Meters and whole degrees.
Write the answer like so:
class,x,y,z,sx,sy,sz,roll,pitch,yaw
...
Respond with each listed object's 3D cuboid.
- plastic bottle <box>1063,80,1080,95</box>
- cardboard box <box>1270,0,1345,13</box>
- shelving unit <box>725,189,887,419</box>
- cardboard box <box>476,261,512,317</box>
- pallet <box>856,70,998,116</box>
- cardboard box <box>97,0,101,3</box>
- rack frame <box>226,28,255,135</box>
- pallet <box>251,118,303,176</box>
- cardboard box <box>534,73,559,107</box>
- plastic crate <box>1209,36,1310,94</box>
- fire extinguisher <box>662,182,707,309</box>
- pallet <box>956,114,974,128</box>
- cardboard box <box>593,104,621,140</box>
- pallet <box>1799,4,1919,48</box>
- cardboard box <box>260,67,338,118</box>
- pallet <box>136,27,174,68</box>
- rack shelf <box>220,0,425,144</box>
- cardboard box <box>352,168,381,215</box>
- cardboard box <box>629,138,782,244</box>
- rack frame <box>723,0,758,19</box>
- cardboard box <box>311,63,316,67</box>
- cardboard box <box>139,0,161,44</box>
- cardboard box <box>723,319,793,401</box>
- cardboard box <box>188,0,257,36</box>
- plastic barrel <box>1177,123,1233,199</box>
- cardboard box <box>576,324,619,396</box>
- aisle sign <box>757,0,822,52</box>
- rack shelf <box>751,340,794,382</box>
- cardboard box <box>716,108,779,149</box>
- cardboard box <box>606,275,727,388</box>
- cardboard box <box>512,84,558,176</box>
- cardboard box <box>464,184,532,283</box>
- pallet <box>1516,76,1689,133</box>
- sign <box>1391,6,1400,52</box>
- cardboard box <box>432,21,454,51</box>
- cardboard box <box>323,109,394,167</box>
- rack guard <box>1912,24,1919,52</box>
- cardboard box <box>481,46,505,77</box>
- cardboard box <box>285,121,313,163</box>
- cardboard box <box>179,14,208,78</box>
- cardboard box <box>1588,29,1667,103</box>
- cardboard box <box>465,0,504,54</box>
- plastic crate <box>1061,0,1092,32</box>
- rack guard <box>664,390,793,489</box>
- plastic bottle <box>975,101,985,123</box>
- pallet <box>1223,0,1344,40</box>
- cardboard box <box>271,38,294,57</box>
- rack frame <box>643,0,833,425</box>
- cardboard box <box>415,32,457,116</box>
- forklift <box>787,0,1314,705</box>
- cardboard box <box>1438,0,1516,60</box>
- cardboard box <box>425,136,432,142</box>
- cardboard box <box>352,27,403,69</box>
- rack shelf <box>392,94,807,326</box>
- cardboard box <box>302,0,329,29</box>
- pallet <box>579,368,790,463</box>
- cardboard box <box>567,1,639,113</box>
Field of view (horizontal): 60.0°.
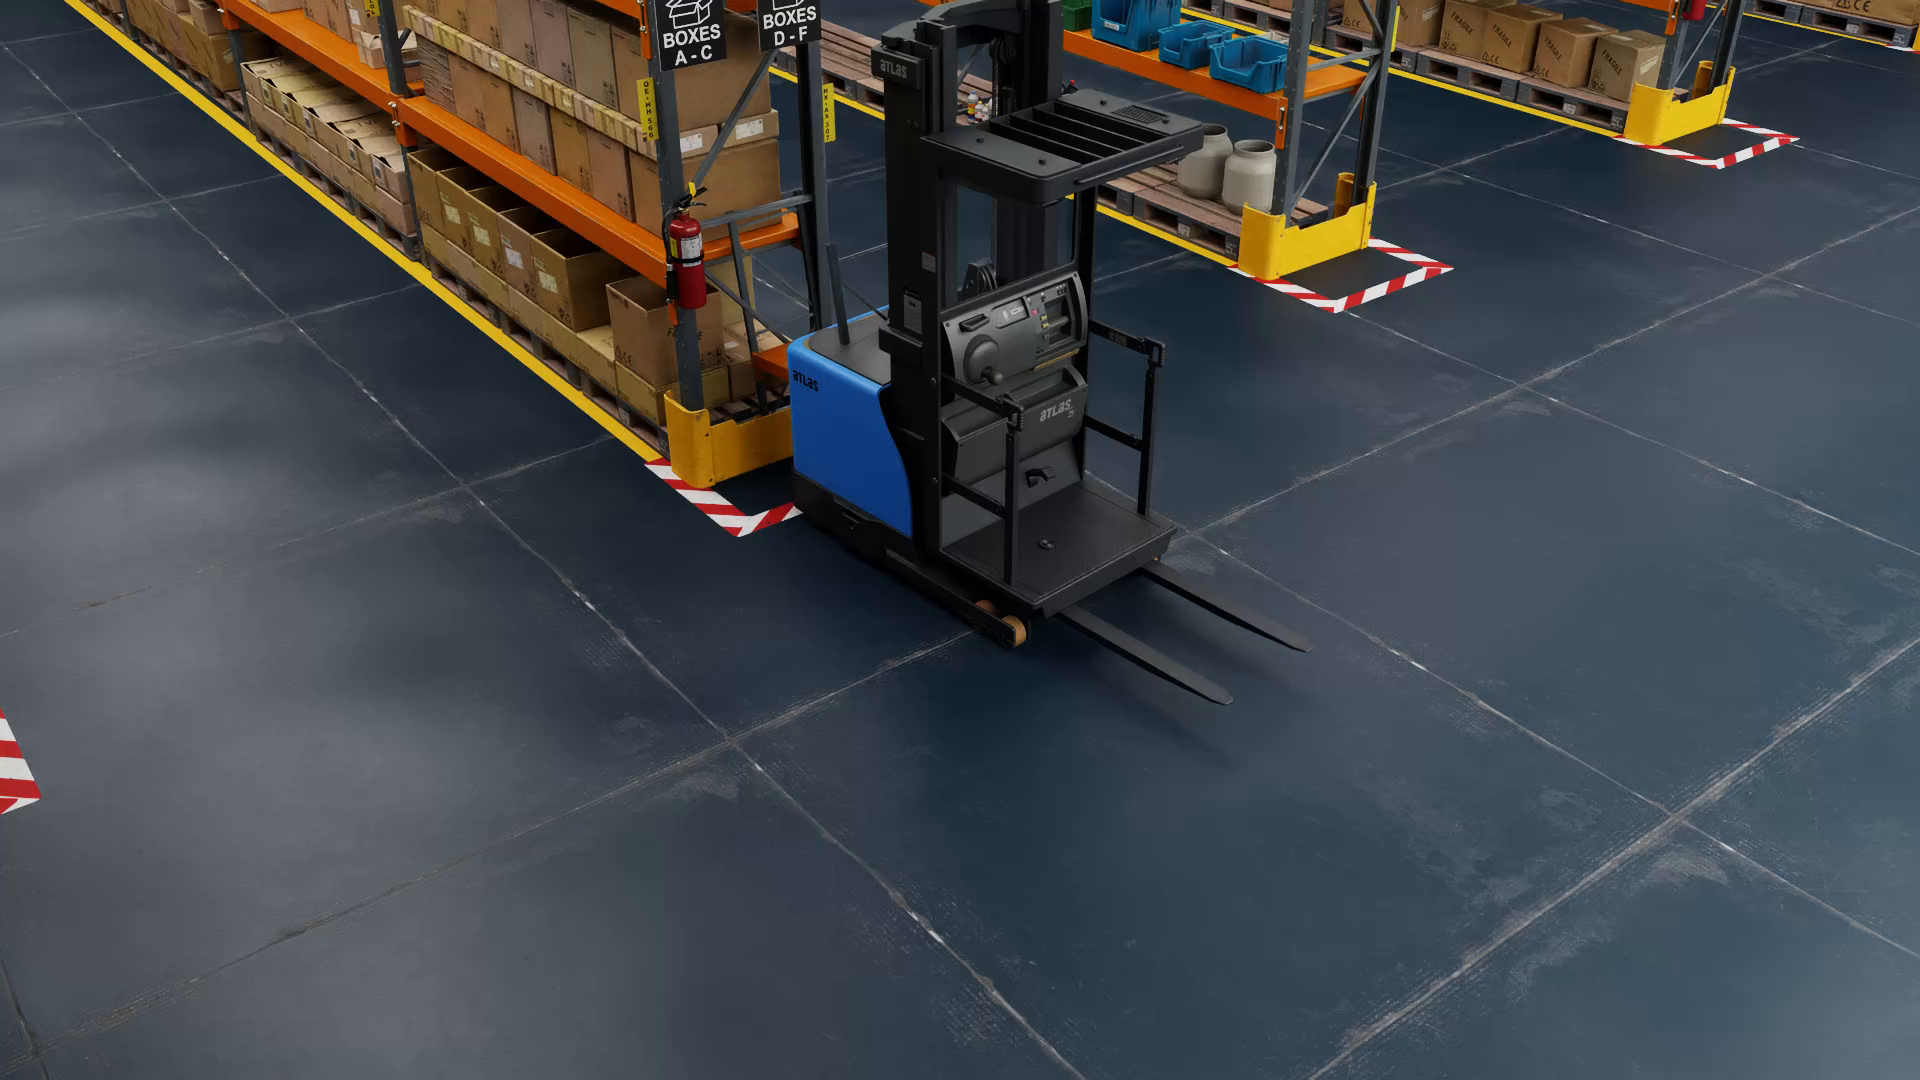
class,x,y,z,sx,sy,sz,roll,pitch,yaw
plastic bottle,1.008,-3.905,14.789,0.144,0.351,0.185,-24,39,-34
cardboard box,3.820,-6.089,18.163,0.700,0.500,0.500,-26,40,-35
shelving unit,-0.731,-1.116,9.451,0.587,1.500,1.083,-25,33,-30
cardboard box,-2.998,-1.797,11.508,0.500,0.250,0.500,-22,38,-31
pallet,-0.245,-4.229,15.859,1.003,0.211,1.213,-22,38,-31
cardboard box,-9.404,-6.090,18.498,0.380,0.149,0.250,-22,38,-31
rack frame,-6.101,-5.165,14.723,1.000,3.000,0.127,-22,38,-31
pallet,-5.627,-3.625,14.886,1.003,0.211,1.213,-22,38,-31
cardboard box,-2.375,-2.786,10.182,0.380,0.149,0.250,-21,38,-30
plastic crate,2.177,-3.480,12.152,0.499,0.251,0.616,-22,38,-31
fire extinguisher,-1.489,-1.598,9.054,0.296,0.674,0.183,-22,38,-31
pallet,0.646,-3.621,14.880,1.003,0.211,1.213,-22,38,-31
cardboard box,-1.898,-2.462,9.661,0.380,0.149,0.250,-23,38,-32
pallet,10.060,-5.720,18.260,1.003,0.211,1.213,-22,38,-31
cardboard box,-5.683,-3.884,14.337,0.500,0.311,0.500,-23,39,-33
pallet,-8.025,-5.321,17.617,1.003,0.211,1.213,-22,38,-31
rack shelf,-4.874,-4.026,13.571,1.077,0.370,4.000,-22,38,-31
cardboard box,-4.440,-2.799,13.121,0.500,0.250,0.500,-23,39,-32
cardboard box,-1.471,-2.072,9.648,0.700,0.500,0.500,-22,38,-31
rack frame,-2.186,-6.766,17.301,1.000,3.000,0.127,-22,38,-31
cardboard box,-5.585,-4.275,14.966,0.500,0.311,0.500,-21,38,-30
cardboard box,-8.113,-5.458,17.147,0.500,0.500,0.500,-22,38,-31
cardboard box,-1.348,-1.137,10.445,0.500,0.250,0.500,-22,38,-31
cardboard box,-6.897,-4.944,15.609,0.500,0.250,0.500,-21,37,-30
plastic barrel,1.949,-3.012,13.216,0.421,0.512,0.421,0,32,0
cardboard box,-2.073,-1.174,10.505,0.500,0.250,0.500,-22,38,-31
aisle sign,-0.913,-3.007,8.784,0.394,0.787,0.004,-22,38,-31
rack shelf,-0.706,-0.955,9.527,0.538,0.185,1.000,-25,33,-30
cardboard box,-1.265,-2.382,9.533,0.380,0.149,0.250,-23,38,-32
cardboard box,-1.759,-1.287,9.976,0.500,0.500,0.500,-22,38,-31
cardboard box,-2.422,-2.716,10.686,0.700,0.500,0.500,-21,38,-30
cardboard box,-2.997,-2.115,11.310,0.500,0.500,0.500,-22,38,-31
pallet,6.116,-4.231,15.863,1.003,0.211,1.213,-22,38,-31
sign,3.157,-3.726,12.143,0.100,0.325,0.005,-22,38,-31
cardboard box,-3.322,-3.430,11.219,0.380,0.149,0.250,-23,39,-33
cardboard box,-4.751,-3.246,13.310,0.500,0.311,0.500,-22,38,-32
rack guard,10.627,-5.525,17.672,1.175,0.500,0.348,-22,38,-31
cardboard box,-2.842,-3.105,10.697,0.380,0.149,0.250,-24,39,-33
cardboard box,-5.379,-3.438,14.151,0.500,0.250,0.500,-23,39,-33
cardboard box,-7.177,-4.820,16.119,0.500,0.500,0.500,-24,39,-33
cardboard box,6.263,-4.416,15.489,0.500,0.500,0.500,-15,35,-23
cardboard box,-2.753,-3.489,10.701,0.700,0.500,0.500,-22,38,-31
plastic crate,0.877,-4.352,13.615,0.450,0.188,0.662,-22,38,-31
rack guard,-1.180,-0.759,9.998,1.175,0.500,0.348,-22,38,-31
plastic bottle,0.179,-3.780,14.728,0.097,0.201,0.097,0,32,0
pallet,3.701,-5.841,18.454,1.003,0.211,1.213,-22,38,-31
cardboard box,-6.154,-4.572,15.721,0.500,0.500,0.500,-21,37,-29
rack frame,-1.195,-1.831,9.355,1.000,3.000,0.127,-22,38,-31
cardboard box,-3.371,-3.357,11.718,0.700,0.500,0.500,-23,39,-33
forklift,0.426,-1.004,8.089,1.130,2.935,3.031,-26,40,-35
cardboard box,5.193,-5.169,16.700,0.500,0.500,0.500,-26,40,-35
cardboard box,-4.007,-3.210,13.251,0.500,0.311,0.500,-23,38,-32
cardboard box,-4.332,-3.748,12.569,0.396,0.266,0.258,-23,39,-32
rack shelf,-2.421,-2.359,10.887,1.077,0.370,4.000,-22,38,-31
cardboard box,-5.059,-4.513,13.579,0.500,0.500,0.500,-25,39,-34
pallet,-1.697,-0.951,10.582,1.003,0.211,1.213,-22,38,-31
cardboard box,-1.830,-2.863,9.692,0.700,0.500,0.500,-23,39,-33
